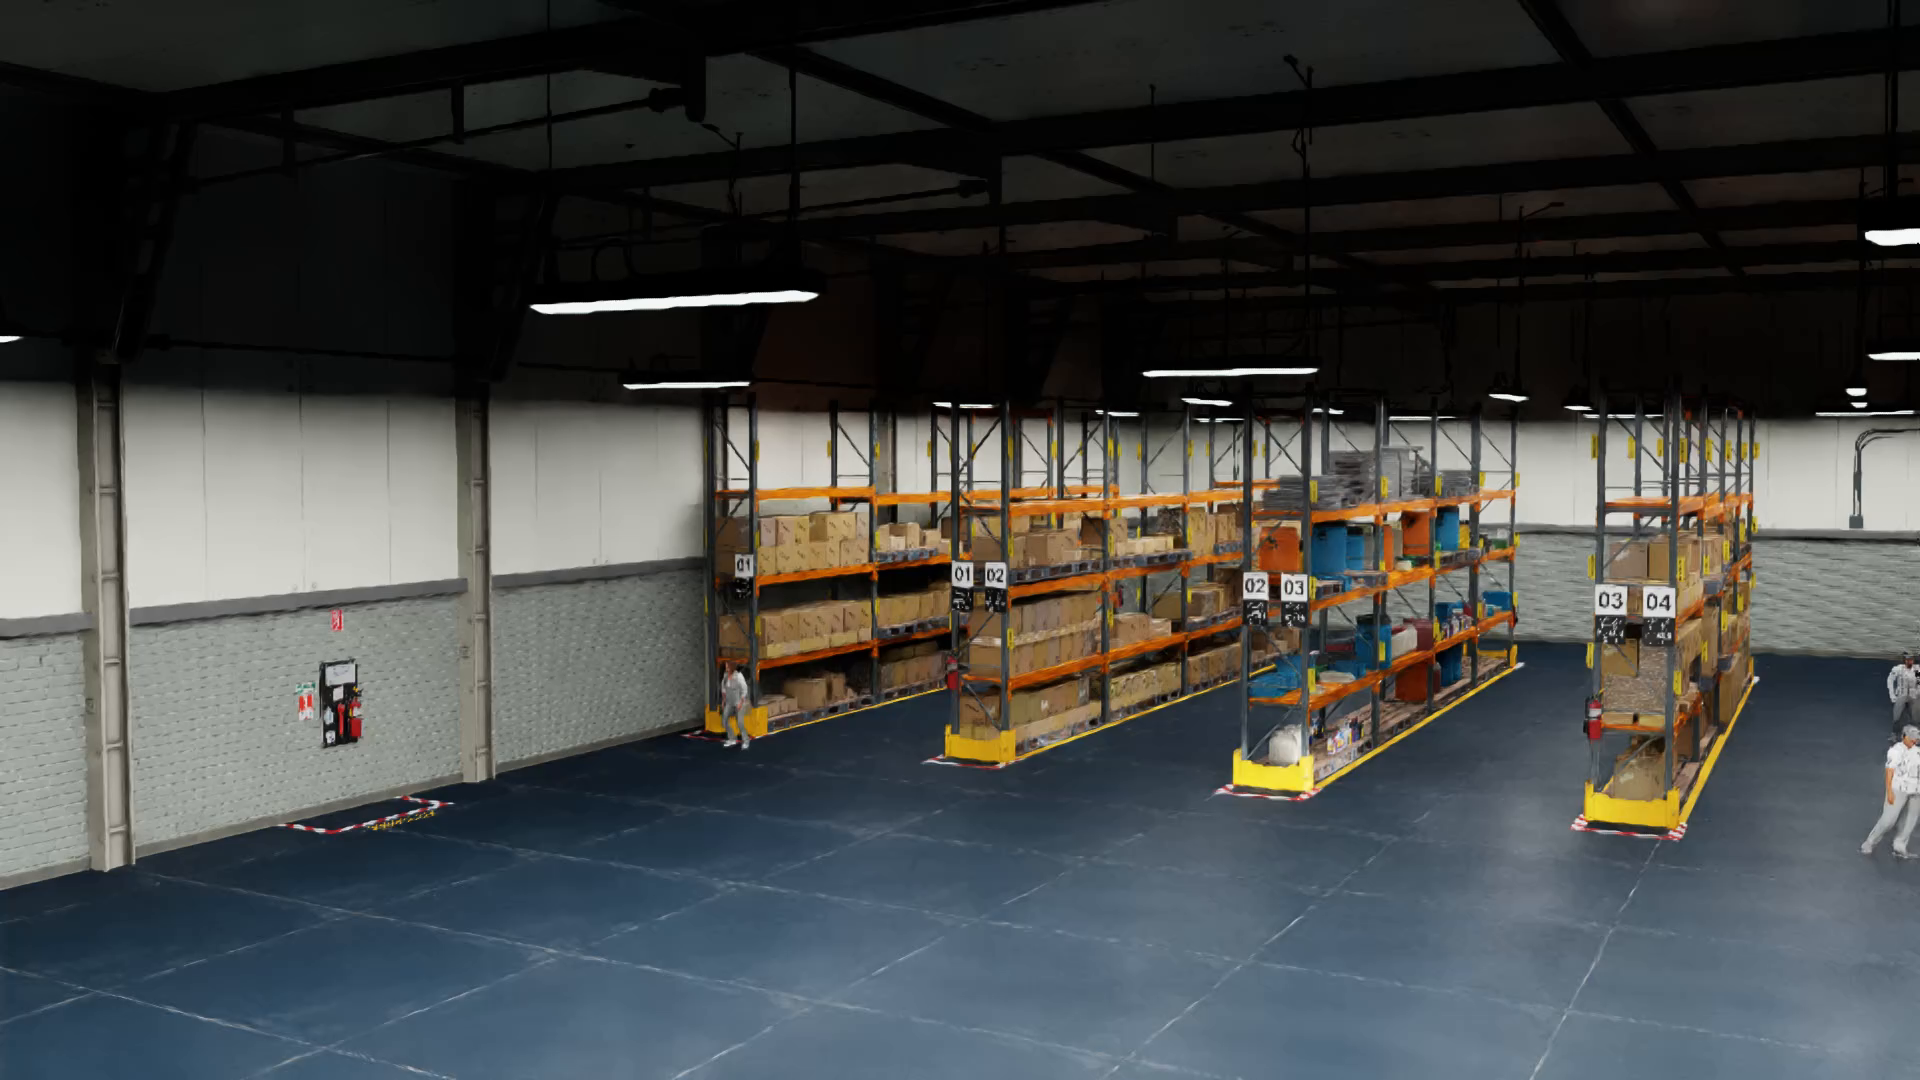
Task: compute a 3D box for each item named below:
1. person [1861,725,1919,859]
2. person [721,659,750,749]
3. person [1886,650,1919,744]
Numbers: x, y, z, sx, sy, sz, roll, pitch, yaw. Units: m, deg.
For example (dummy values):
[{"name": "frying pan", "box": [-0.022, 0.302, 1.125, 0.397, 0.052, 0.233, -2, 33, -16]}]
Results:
[{"name": "person", "box": [11.454, 3.077, 20.366, 0.669, 1.650, 0.536, -1, 3, -13]}, {"name": "person", "box": [-3.763, 2.736, 27.795, 0.566, 1.541, 0.519, 2, 3, 27]}, {"name": "person", "box": [16.136, 2.664, 28.318, 0.639, 1.632, 0.506, 2, 3, 27]}]
